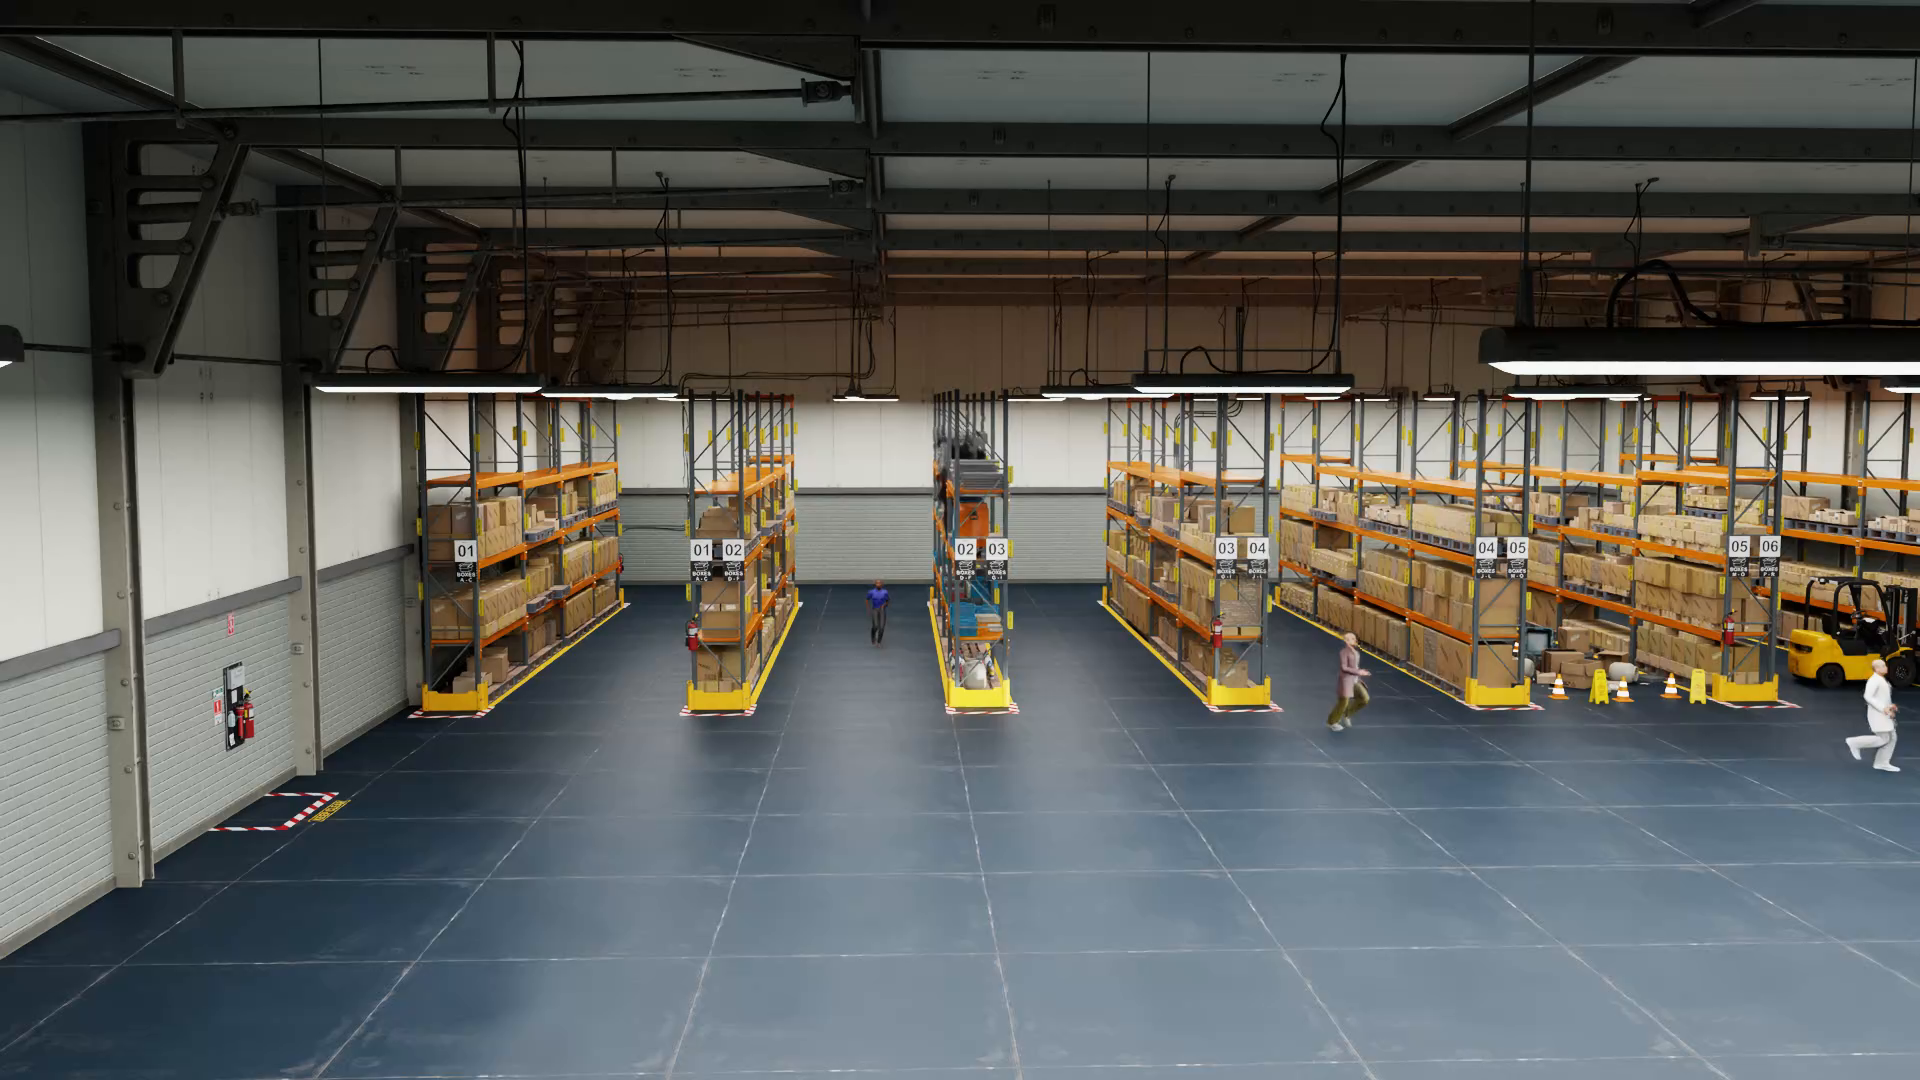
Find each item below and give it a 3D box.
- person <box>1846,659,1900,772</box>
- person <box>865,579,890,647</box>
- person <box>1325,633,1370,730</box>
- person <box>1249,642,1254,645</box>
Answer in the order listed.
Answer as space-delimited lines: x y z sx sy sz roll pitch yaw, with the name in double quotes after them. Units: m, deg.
14.361 2.735 26.085 0.756 1.743 0.711 4 6 39 "person"
-1.918 1.724 39.126 0.561 1.618 0.570 -1 5 -12 "person"
6.823 2.475 29.060 0.848 1.735 0.728 4 6 43 "person"
6.869 1.685 39.680 0.621 1.675 0.671 0 5 -3 "person"
